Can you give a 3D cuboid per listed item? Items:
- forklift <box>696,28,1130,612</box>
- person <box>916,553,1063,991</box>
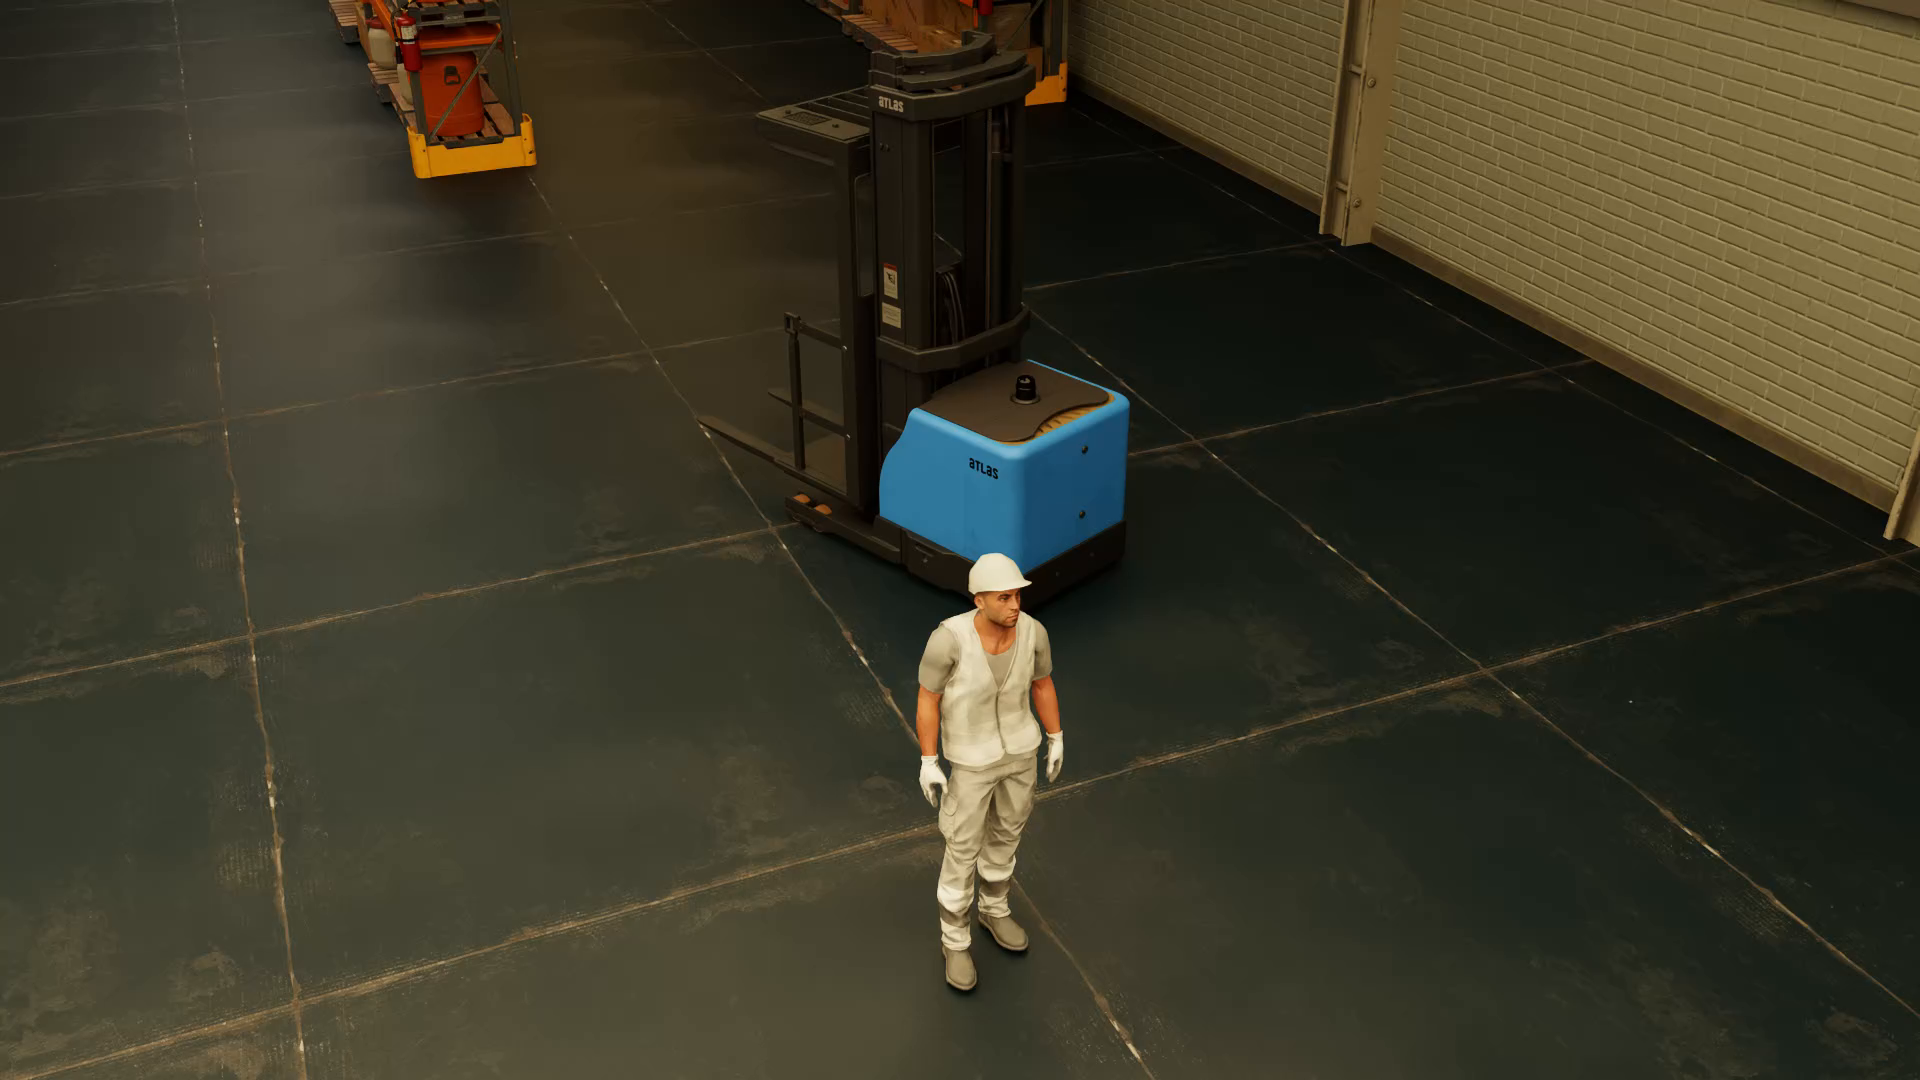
[{"bbox_3d":[-0.436,-1.483,9.714,3.031,2.935,1.130,26,39,37],"label":"forklift"},{"bbox_3d":[0.152,0.907,6.669,0.638,1.787,0.564,-13,32,-21],"label":"person"}]
